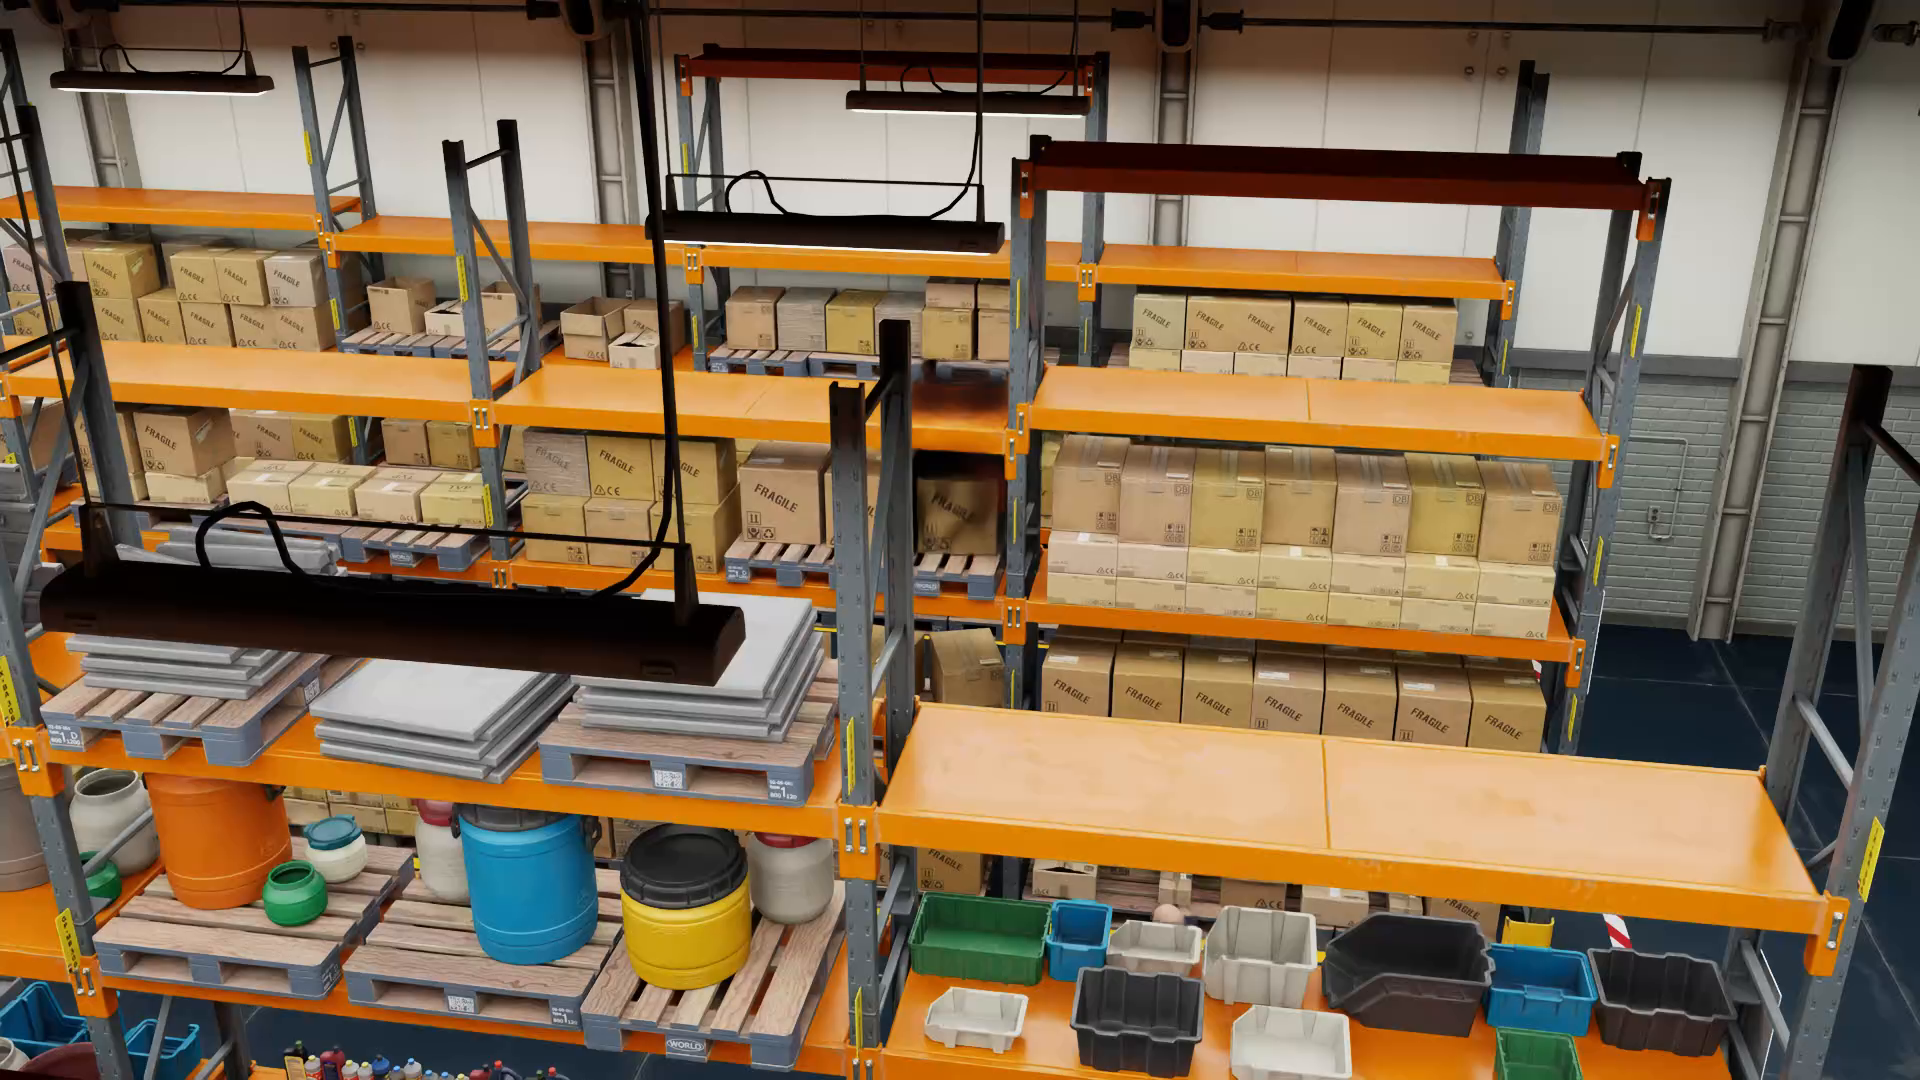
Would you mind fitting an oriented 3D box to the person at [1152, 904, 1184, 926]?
[{"bbox_3d":[1.195,3.058,10.786,1.111,1.715,0.545,3,23,8],"label":"person"}]
